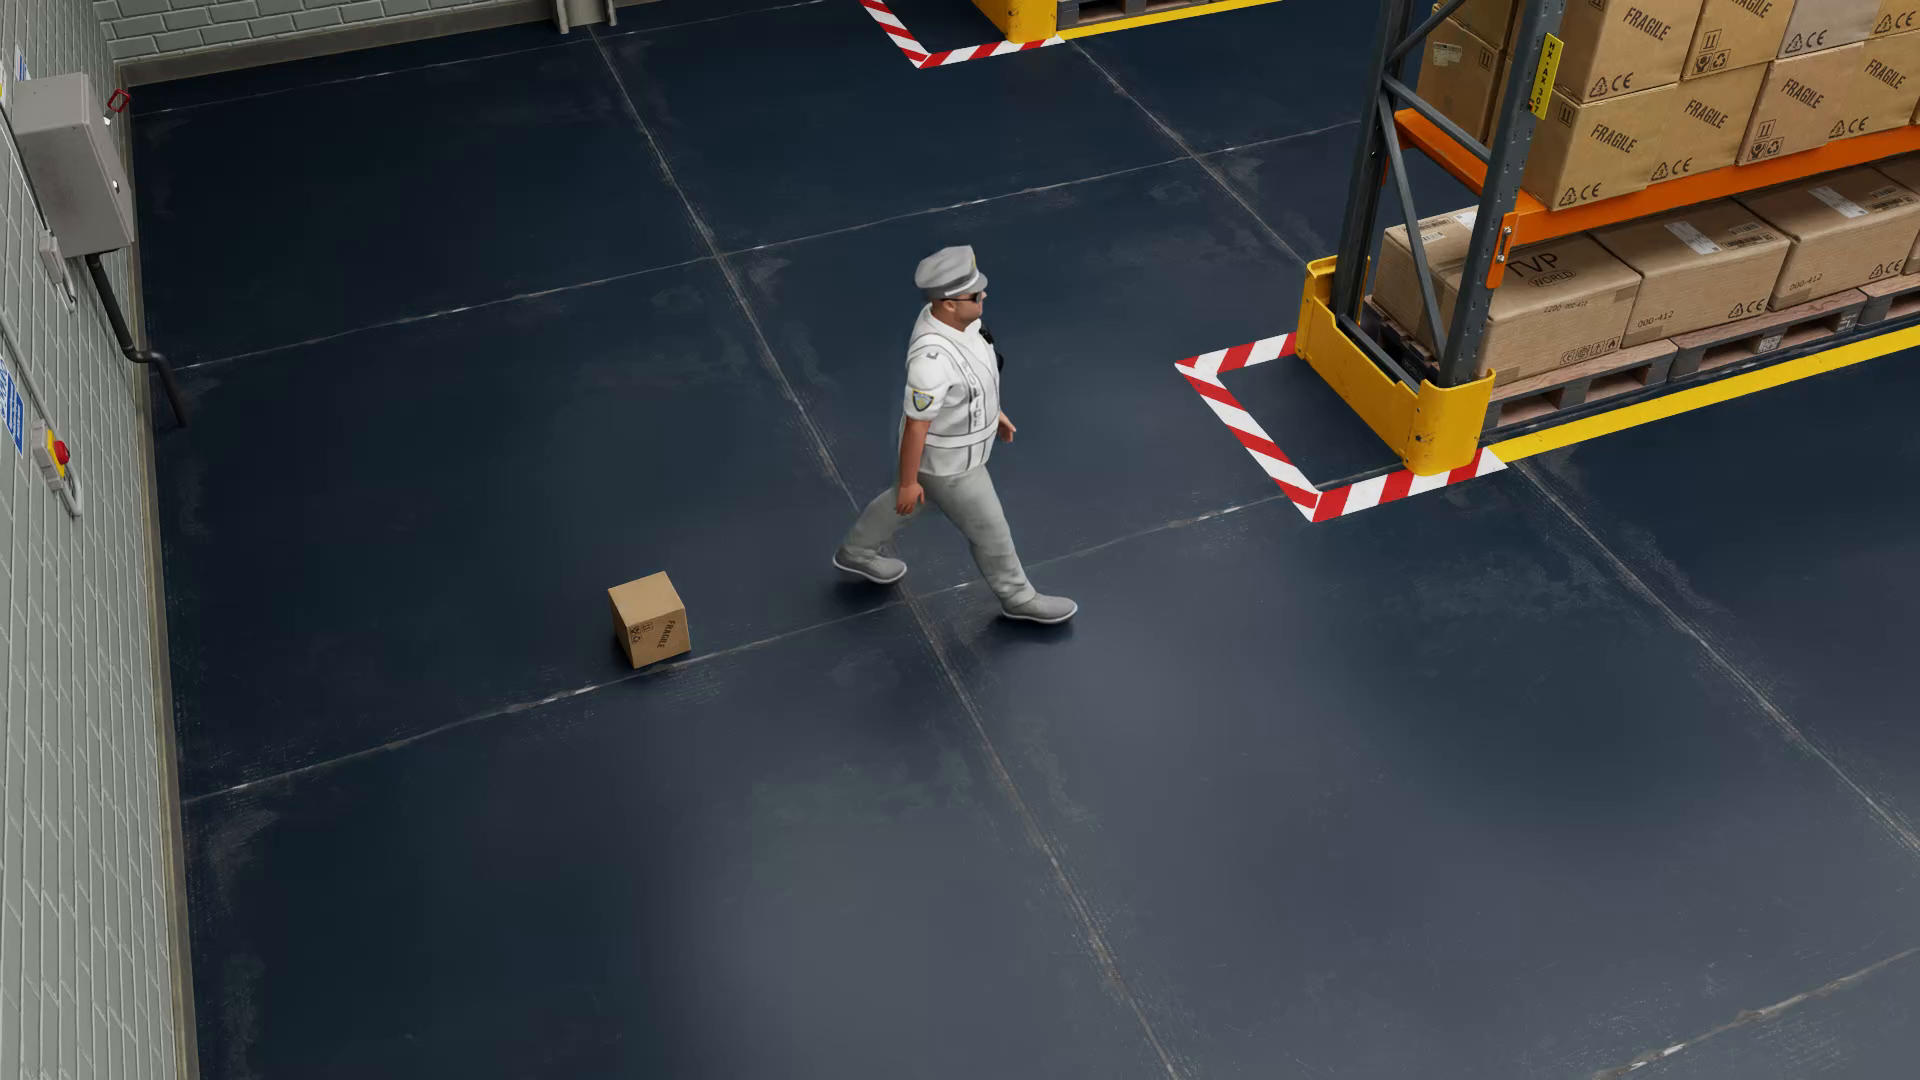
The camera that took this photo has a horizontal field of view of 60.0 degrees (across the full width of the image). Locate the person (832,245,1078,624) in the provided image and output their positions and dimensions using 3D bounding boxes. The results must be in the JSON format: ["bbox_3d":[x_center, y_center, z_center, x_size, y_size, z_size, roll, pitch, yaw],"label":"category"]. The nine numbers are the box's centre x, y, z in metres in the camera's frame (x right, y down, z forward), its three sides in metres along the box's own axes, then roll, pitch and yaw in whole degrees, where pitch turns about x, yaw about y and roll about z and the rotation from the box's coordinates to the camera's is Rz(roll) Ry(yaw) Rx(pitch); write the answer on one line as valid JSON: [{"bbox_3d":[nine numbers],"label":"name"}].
[{"bbox_3d":[-0.026,-0.402,6.603,1.068,1.725,0.565,3,42,3],"label":"person"}]
